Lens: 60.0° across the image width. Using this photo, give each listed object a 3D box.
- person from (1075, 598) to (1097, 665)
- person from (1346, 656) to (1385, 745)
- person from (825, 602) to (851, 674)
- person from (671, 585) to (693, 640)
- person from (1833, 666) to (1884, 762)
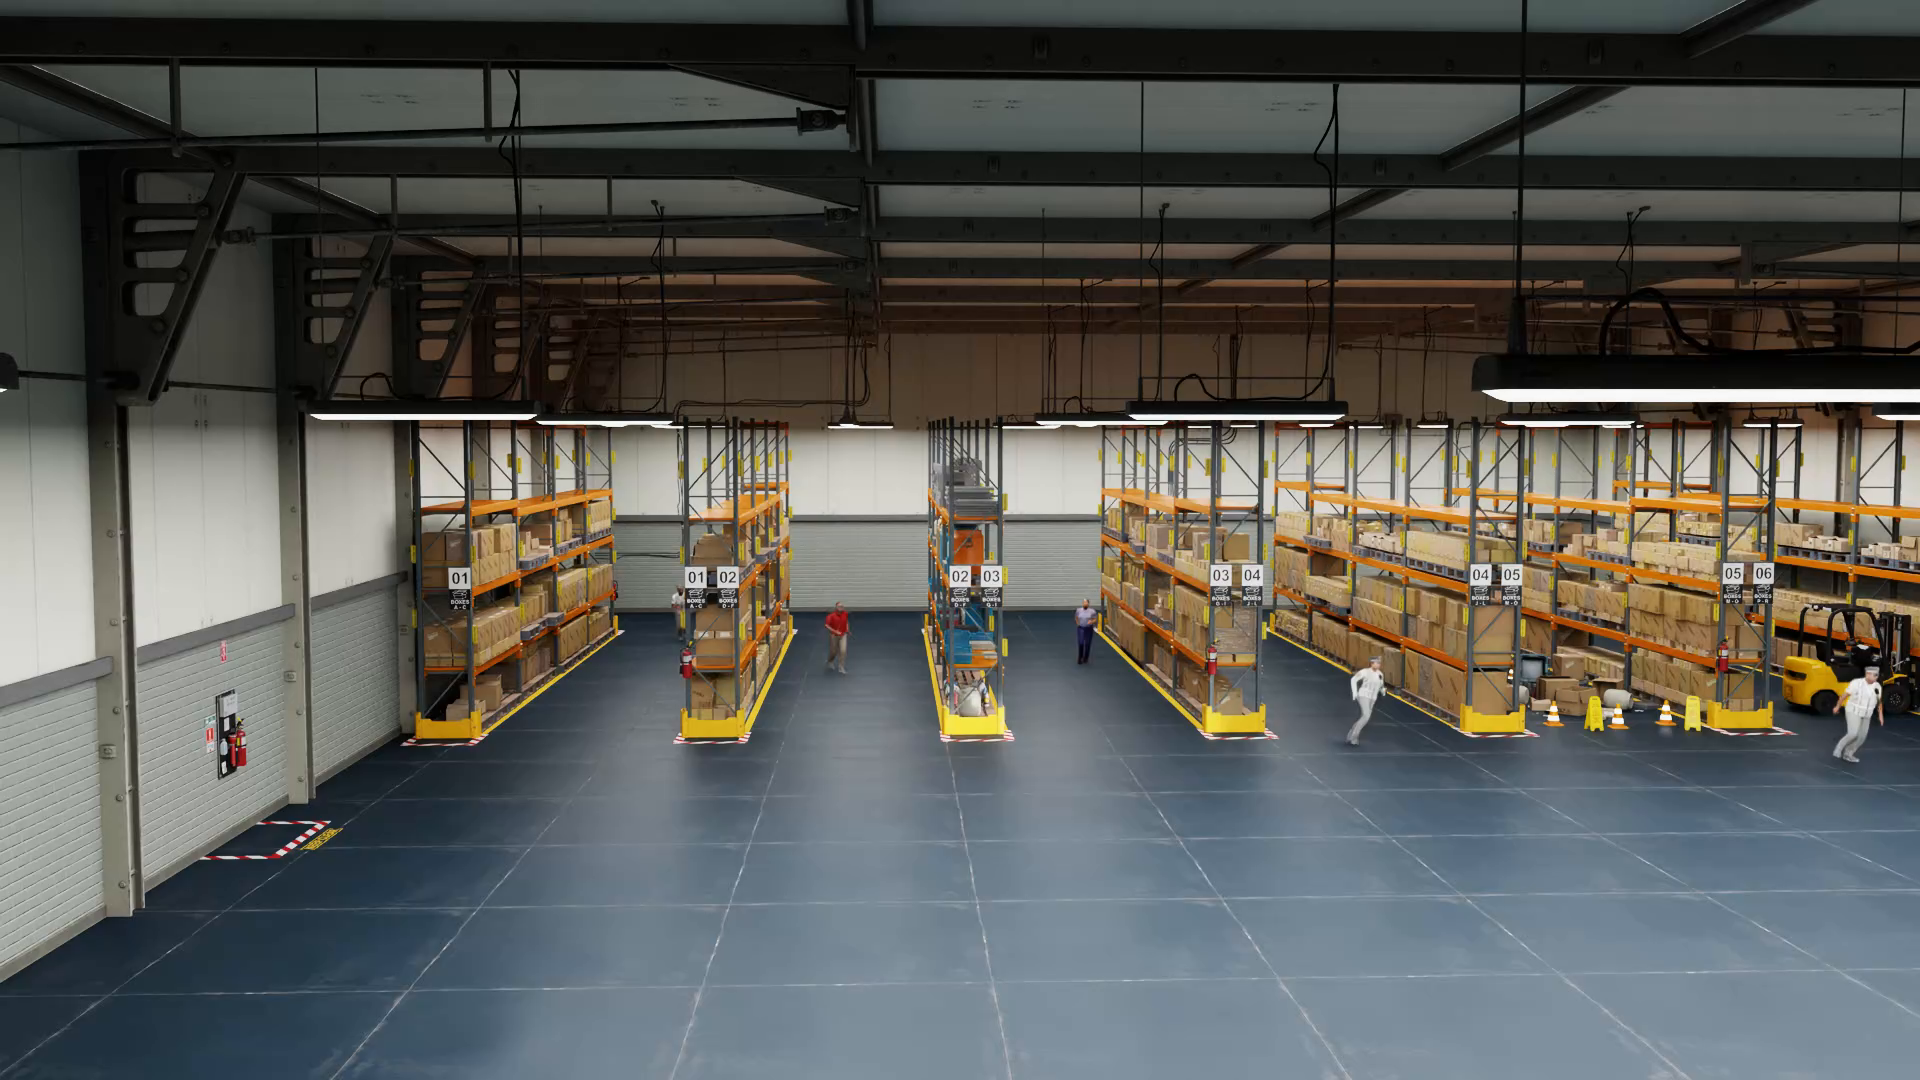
[{"bbox_3d":[3.104,2.253,40.875,0.526,1.656,0.783,0,4,1],"label":"person"},{"bbox_3d":[7.427,2.909,30.396,0.747,1.600,0.715,-2,4,-28],"label":"person"},{"bbox_3d":[-2.939,2.307,39.579,0.652,1.692,0.896,-2,4,-23],"label":"person"},{"bbox_3d":[-7.577,1.980,45.337,0.584,1.574,0.825,-1,4,-14],"label":"person"},{"bbox_3d":[15.521,3.000,28.712,0.681,1.693,0.598,-1,4,-10],"label":"person"}]
